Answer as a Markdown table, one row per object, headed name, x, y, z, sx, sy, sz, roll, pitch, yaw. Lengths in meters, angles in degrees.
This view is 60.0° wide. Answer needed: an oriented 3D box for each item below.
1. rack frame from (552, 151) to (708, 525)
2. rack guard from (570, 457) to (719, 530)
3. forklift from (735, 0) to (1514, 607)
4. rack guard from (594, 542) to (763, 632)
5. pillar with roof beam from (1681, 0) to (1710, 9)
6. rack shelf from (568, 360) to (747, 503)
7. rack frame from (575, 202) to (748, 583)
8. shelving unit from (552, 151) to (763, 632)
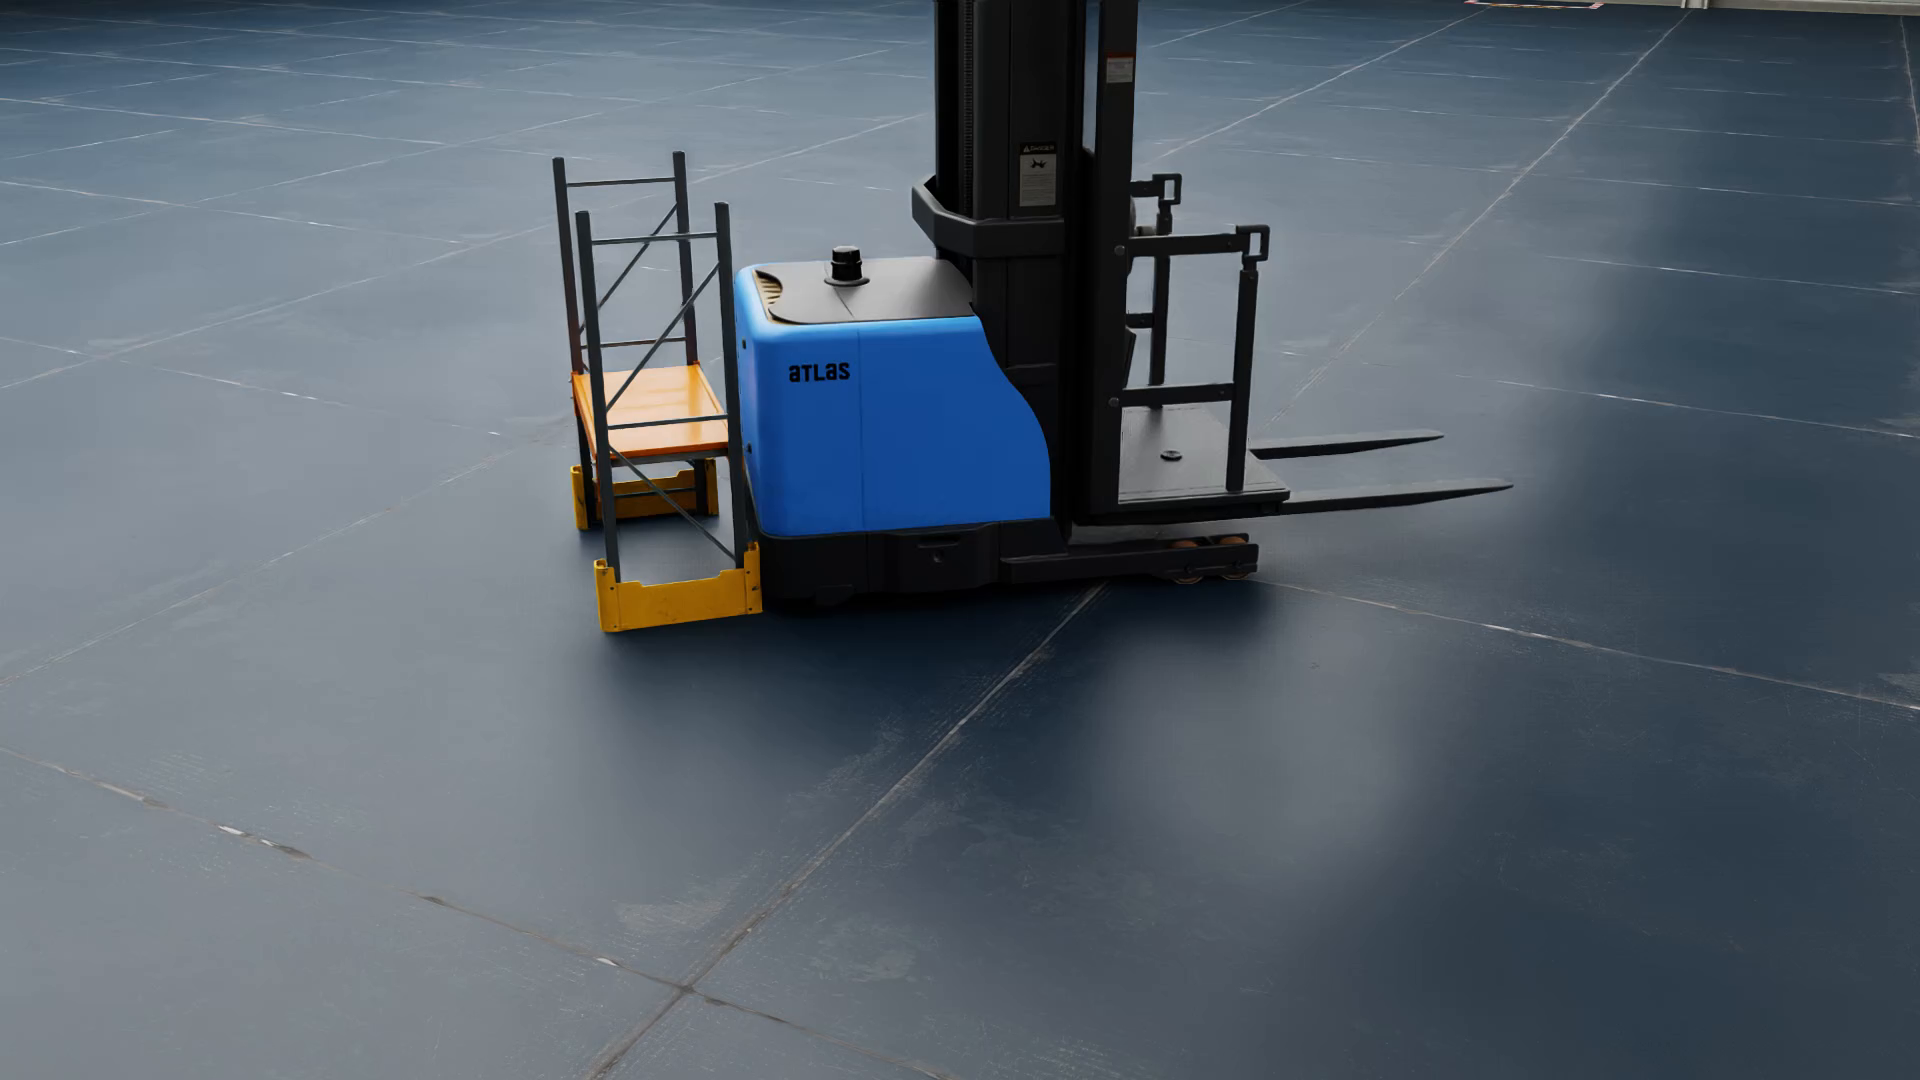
| name | x | y | z | sx | sy | sz | roll | pitch | yaw |
| --- | --- | --- | --- | --- | --- | --- | --- | --- | --- |
| rack frame | 6.354 | 0.551 | 3.136 | 12.976 | 1.800 | 11.696 | -7 | 24 | -15 |
| rack guard | -1.302 | -0.204 | 6.892 | 0.587 | 0.250 | 0.087 | -7 | 24 | -15 |
| forklift | 0.676 | -1.376 | 6.221 | 3.031 | 2.935 | 1.130 | -4 | 23 | -10 |
| rack guard | -1.013 | 0.169 | 6.015 | 0.587 | 0.250 | 0.087 | -7 | 24 | -15 |
| pillar with roof beam | 10.102 | -11.368 | 21.964 | 0.400 | 9.000 | 9.100 | 11 | 25 | 25 |
| rack shelf | -1.160 | -0.431 | 6.287 | 0.538 | 0.185 | 1.000 | -7 | 24 | -15 |
| rack frame | -1.013 | -0.406 | 5.769 | 0.500 | 1.500 | 0.032 | -7 | 24 | -15 |
| shelving unit | 6.332 | 0.552 | 3.134 | 13.019 | 1.800 | 11.704 | -7 | 24 | -15 |
